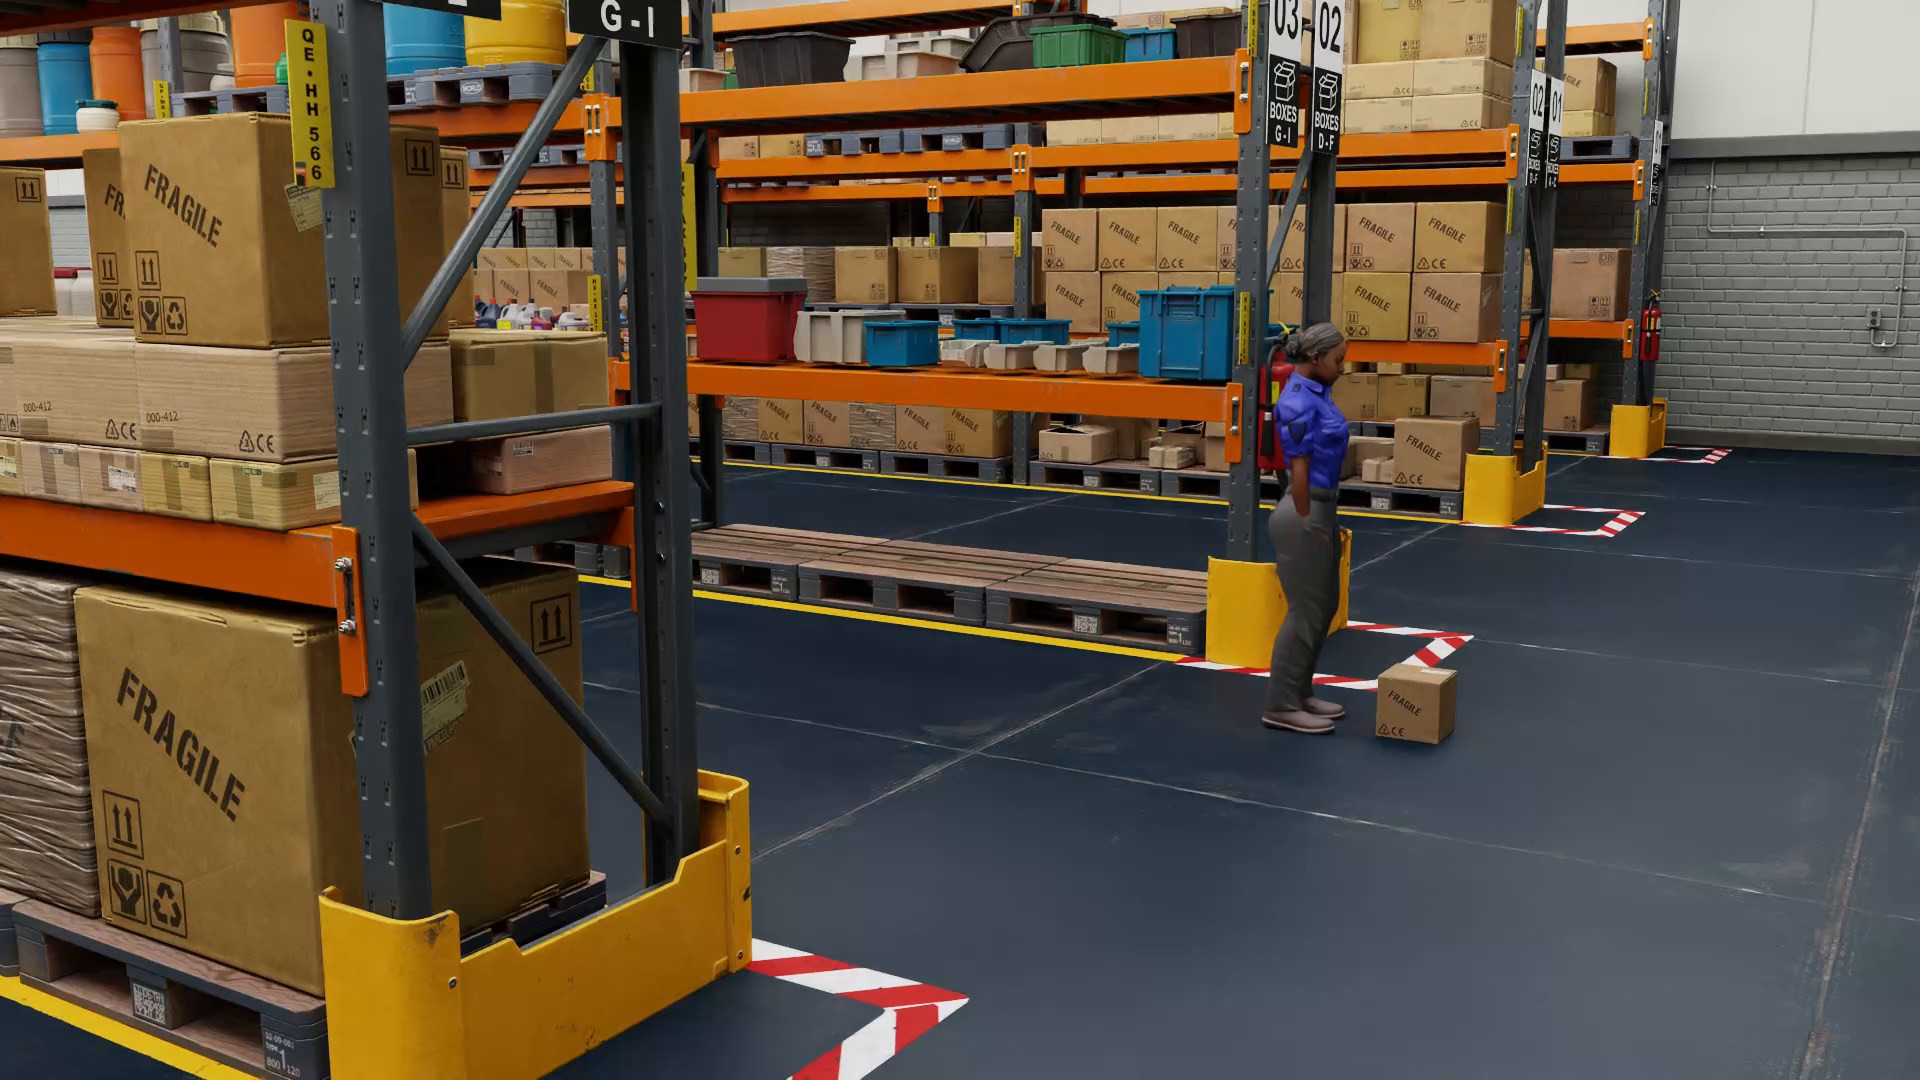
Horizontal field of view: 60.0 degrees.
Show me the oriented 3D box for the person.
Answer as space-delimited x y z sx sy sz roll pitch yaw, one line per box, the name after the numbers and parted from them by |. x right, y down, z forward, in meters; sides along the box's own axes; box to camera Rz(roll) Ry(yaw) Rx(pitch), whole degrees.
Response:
1.433 -0.059 6.792 0.304 1.651 0.440 4 10 22 | person
